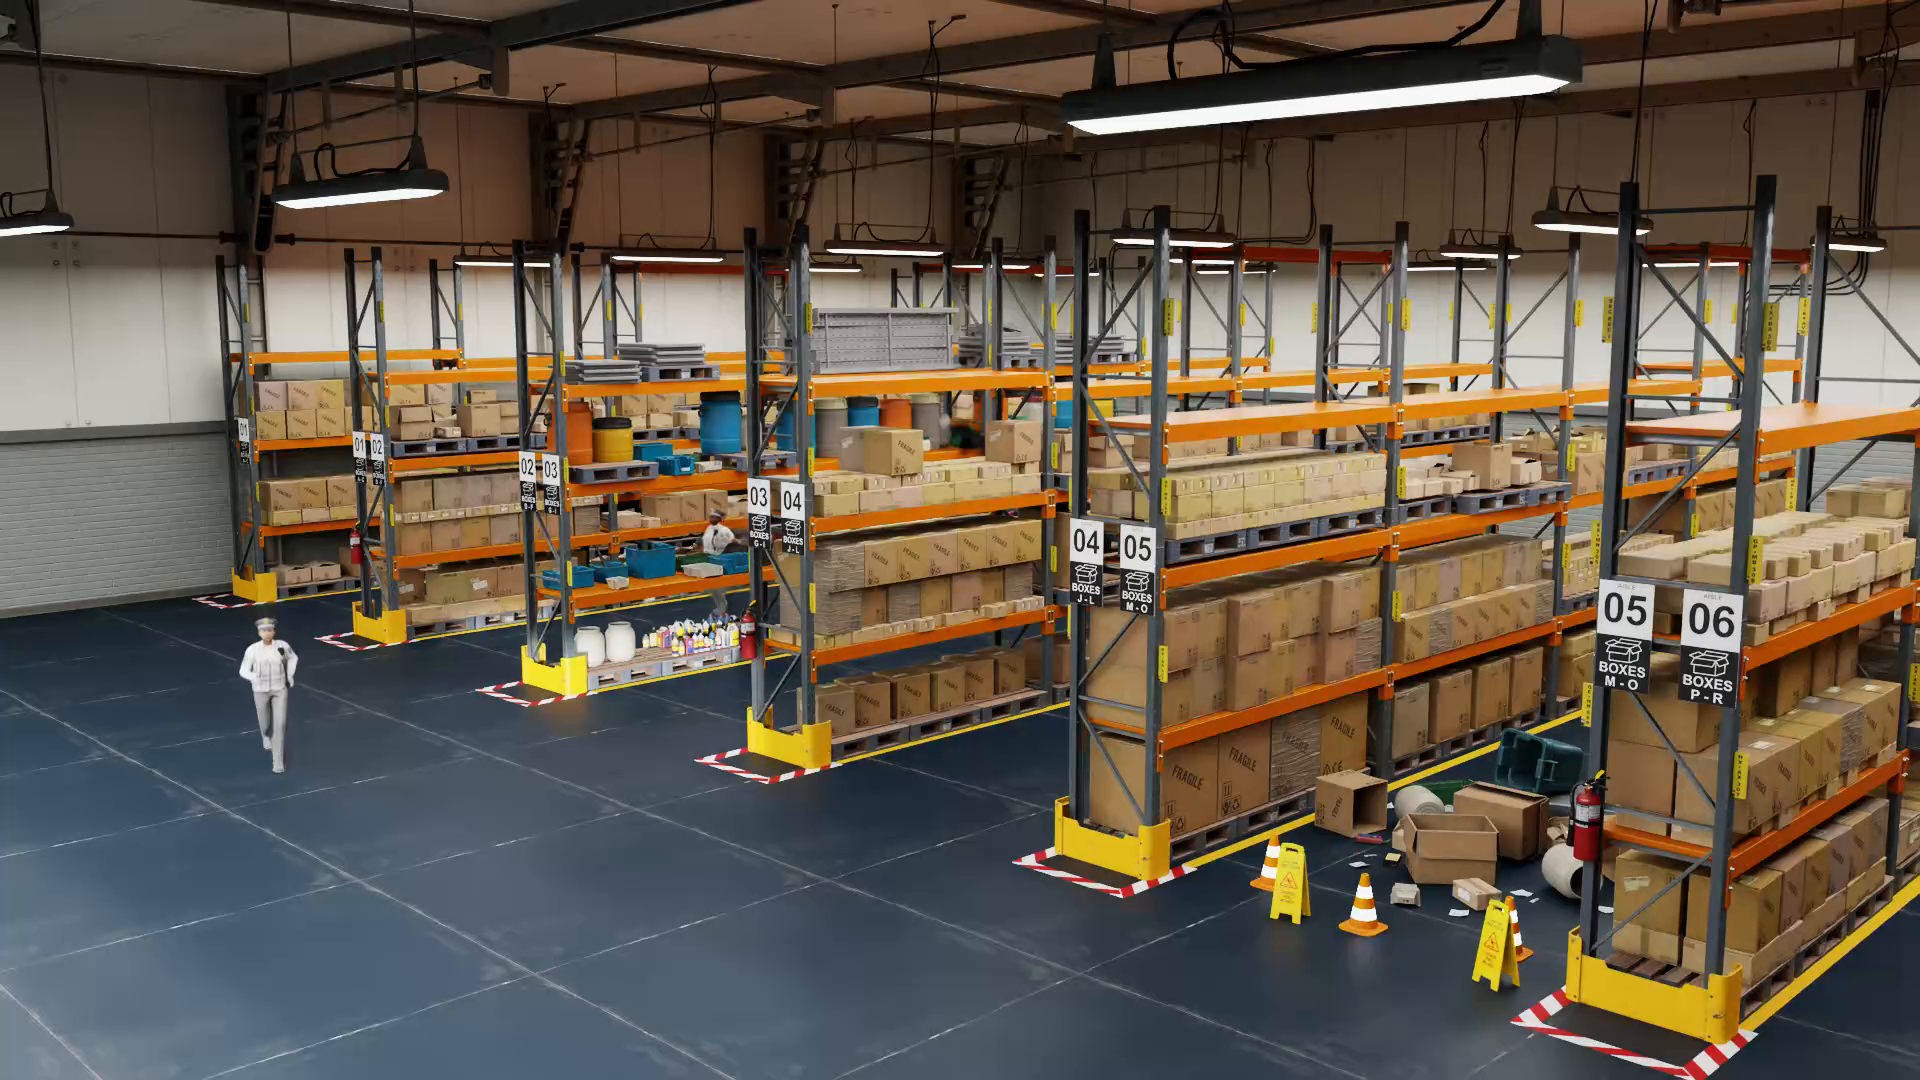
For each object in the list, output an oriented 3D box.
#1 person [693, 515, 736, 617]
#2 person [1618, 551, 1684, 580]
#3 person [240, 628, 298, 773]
[{"bbox_3d":[-3.894,0.380,26.203,0.597,1.696,0.561,-8,11,-44],"label":"person"},{"bbox_3d":[11.048,1.038,16.979,3.963,3.211,15.115,6,10,38],"label":"person"},{"bbox_3d":[-7.728,1.715,18.659,0.616,1.649,0.901,-4,9,-25],"label":"person"}]
